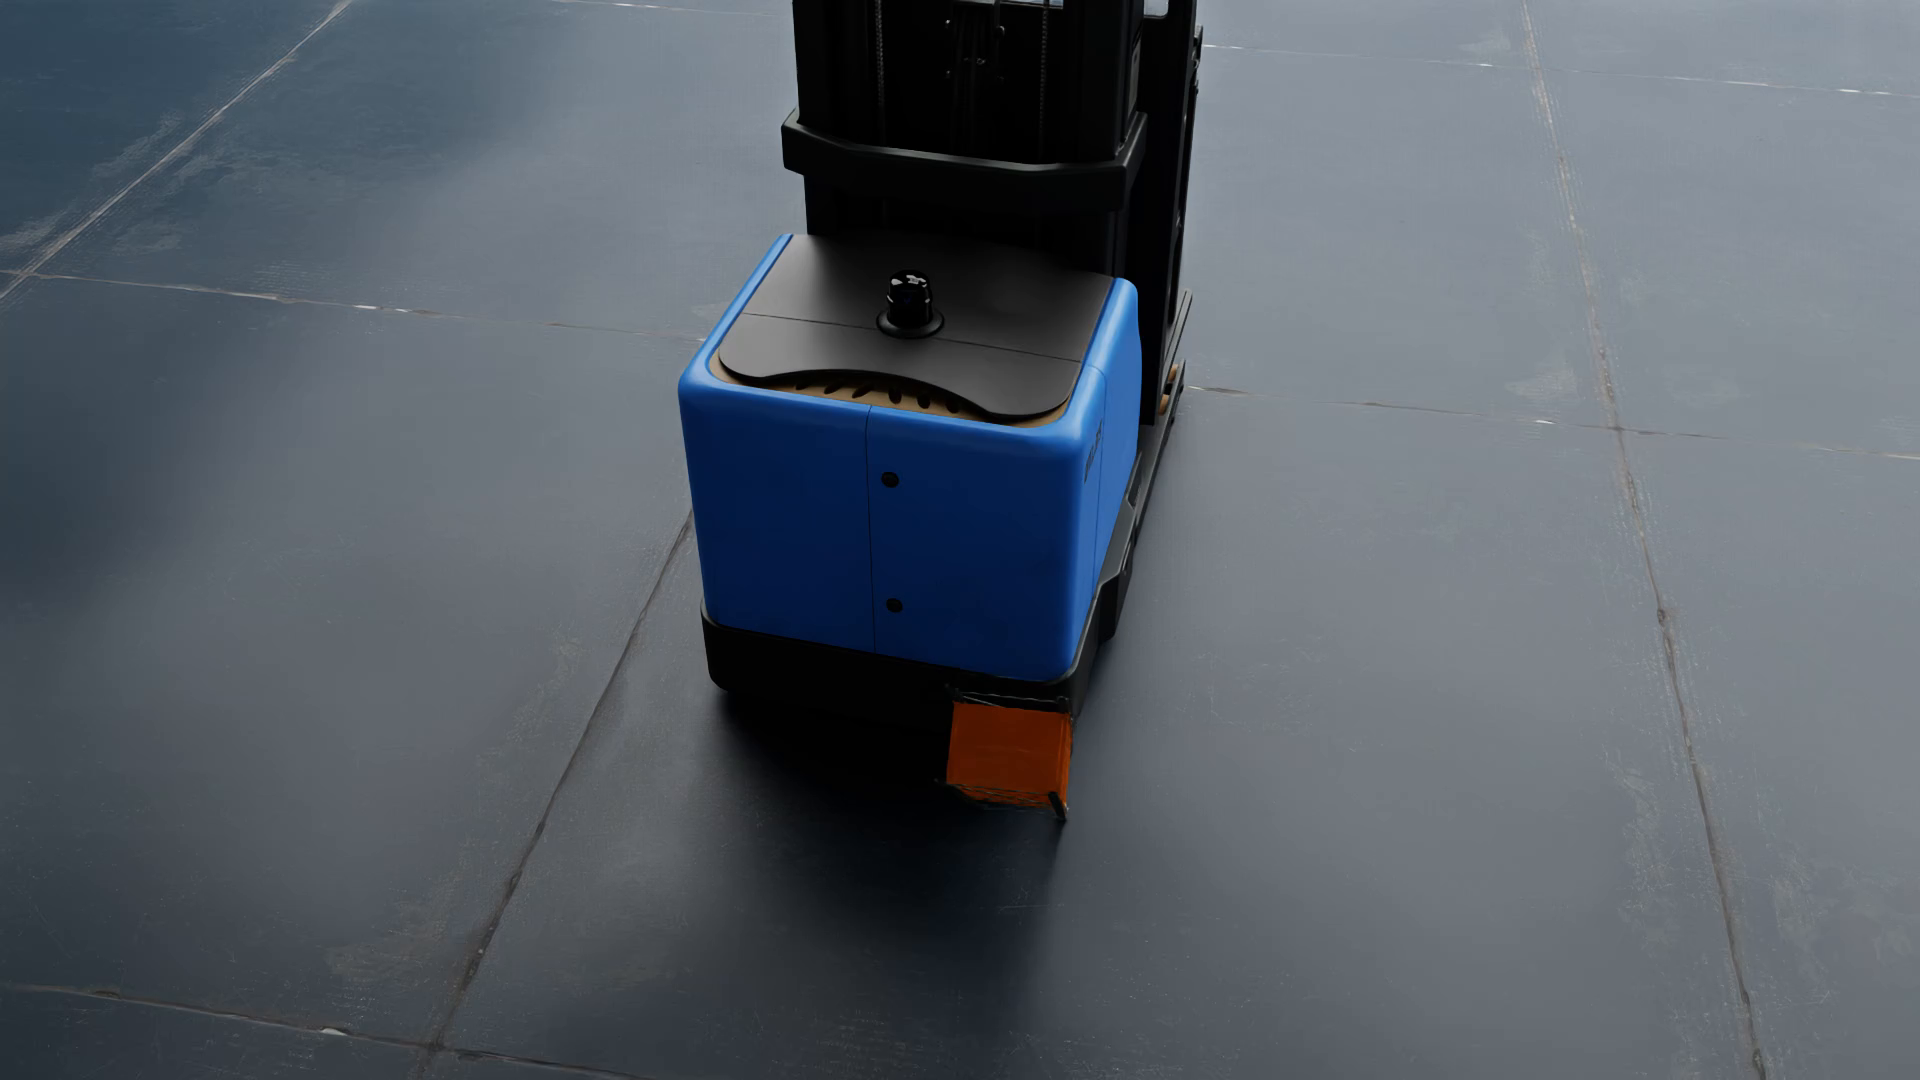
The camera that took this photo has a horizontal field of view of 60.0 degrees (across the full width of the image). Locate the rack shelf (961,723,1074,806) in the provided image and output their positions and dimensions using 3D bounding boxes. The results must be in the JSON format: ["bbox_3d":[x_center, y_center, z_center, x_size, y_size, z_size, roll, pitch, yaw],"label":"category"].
[{"bbox_3d":[0.119,0.491,3.733,0.258,0.103,0.180,6,79,6],"label":"rack shelf"}]

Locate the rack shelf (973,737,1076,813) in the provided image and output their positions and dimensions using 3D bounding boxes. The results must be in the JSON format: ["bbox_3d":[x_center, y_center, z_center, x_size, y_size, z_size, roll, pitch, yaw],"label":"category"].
[{"bbox_3d":[0.147,0.564,4.085,0.258,0.103,0.180,6,79,6],"label":"rack shelf"}]

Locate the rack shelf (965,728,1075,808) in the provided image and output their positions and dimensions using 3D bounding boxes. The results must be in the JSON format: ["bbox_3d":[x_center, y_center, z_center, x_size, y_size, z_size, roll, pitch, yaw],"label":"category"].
[{"bbox_3d":[0.128,0.515,3.851,0.258,0.103,0.180,6,79,6],"label":"rack shelf"}]

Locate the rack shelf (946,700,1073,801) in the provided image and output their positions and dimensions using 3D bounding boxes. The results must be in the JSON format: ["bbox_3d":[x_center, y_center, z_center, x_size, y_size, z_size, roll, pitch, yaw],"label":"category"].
[{"bbox_3d":[0.101,0.443,3.499,0.258,0.103,0.180,6,79,6],"label":"rack shelf"}]

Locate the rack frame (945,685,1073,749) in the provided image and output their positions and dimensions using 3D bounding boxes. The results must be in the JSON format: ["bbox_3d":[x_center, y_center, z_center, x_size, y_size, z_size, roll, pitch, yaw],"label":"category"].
[{"bbox_3d":[0.135,0.417,3.825,0.240,1.200,0.006,6,79,6],"label":"rack frame"}]

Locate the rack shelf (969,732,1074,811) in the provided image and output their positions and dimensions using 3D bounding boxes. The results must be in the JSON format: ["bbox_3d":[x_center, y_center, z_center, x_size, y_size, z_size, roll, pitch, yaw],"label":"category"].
[{"bbox_3d":[0.137,0.540,3.968,0.258,0.103,0.180,6,79,6],"label":"rack shelf"}]

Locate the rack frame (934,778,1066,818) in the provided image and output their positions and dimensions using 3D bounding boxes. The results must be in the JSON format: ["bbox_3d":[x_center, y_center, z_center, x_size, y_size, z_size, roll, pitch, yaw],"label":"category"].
[{"bbox_3d":[0.115,0.596,3.790,0.240,1.200,0.006,6,79,6],"label":"rack frame"}]

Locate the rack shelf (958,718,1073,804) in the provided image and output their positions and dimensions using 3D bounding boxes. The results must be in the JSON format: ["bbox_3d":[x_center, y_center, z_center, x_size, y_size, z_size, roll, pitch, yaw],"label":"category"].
[{"bbox_3d":[0.110,0.467,3.616,0.258,0.103,0.180,6,79,6],"label":"rack shelf"}]

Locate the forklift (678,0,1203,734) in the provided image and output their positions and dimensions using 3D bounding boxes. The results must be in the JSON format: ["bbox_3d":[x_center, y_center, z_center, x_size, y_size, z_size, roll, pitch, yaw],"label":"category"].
[{"bbox_3d":[0.159,-1.514,4.781,1.130,2.935,3.031,10,41,11],"label":"forklift"}]

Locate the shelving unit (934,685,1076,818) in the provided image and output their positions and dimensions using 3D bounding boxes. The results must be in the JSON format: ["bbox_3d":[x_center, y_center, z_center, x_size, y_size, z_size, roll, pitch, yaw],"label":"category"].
[{"bbox_3d":[0.125,0.506,3.807,0.258,1.200,0.189,6,79,6],"label":"shelving unit"}]
